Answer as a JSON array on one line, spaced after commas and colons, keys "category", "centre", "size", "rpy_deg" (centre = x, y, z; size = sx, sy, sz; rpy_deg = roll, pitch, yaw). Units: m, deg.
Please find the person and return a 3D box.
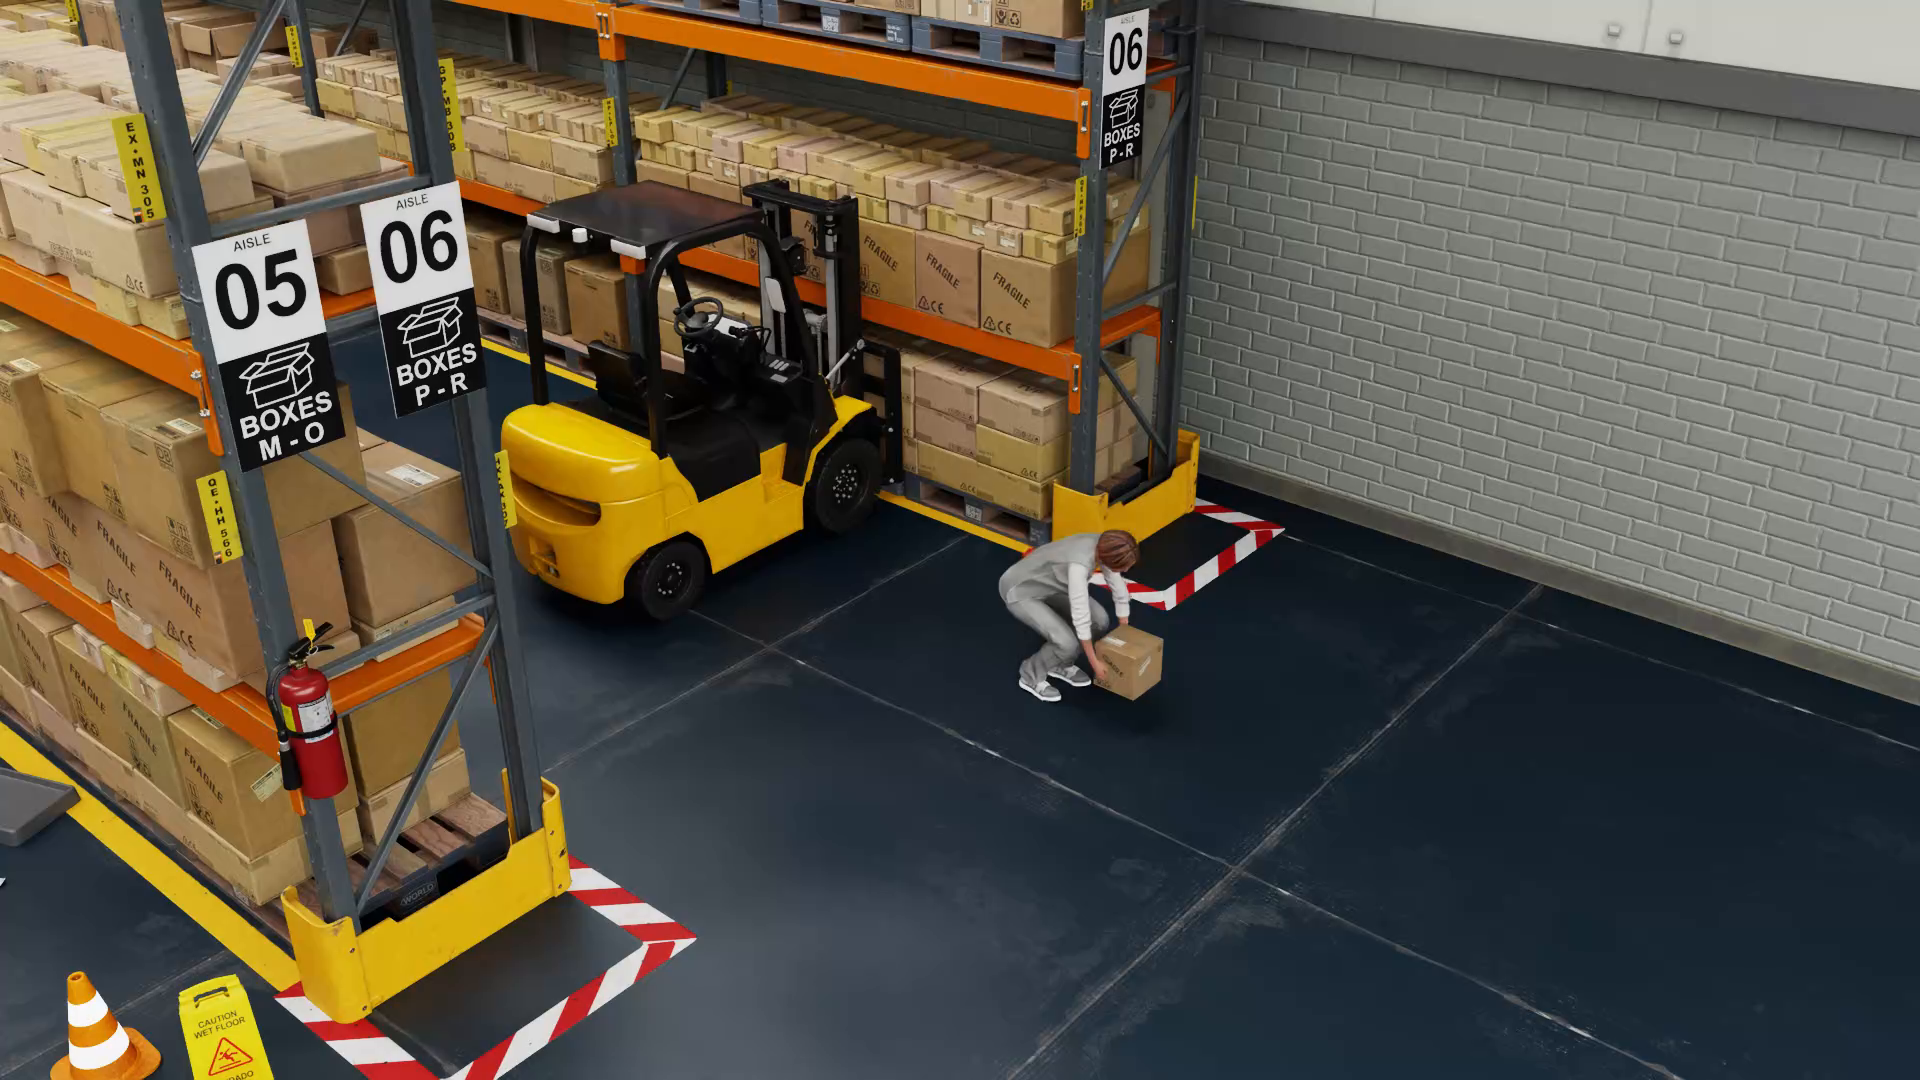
[{"category": "person", "centre": [0.568, 0.385, 8.642], "size": [0.761, 0.908, 0.456], "rpy_deg": [21, 34, 34]}]
